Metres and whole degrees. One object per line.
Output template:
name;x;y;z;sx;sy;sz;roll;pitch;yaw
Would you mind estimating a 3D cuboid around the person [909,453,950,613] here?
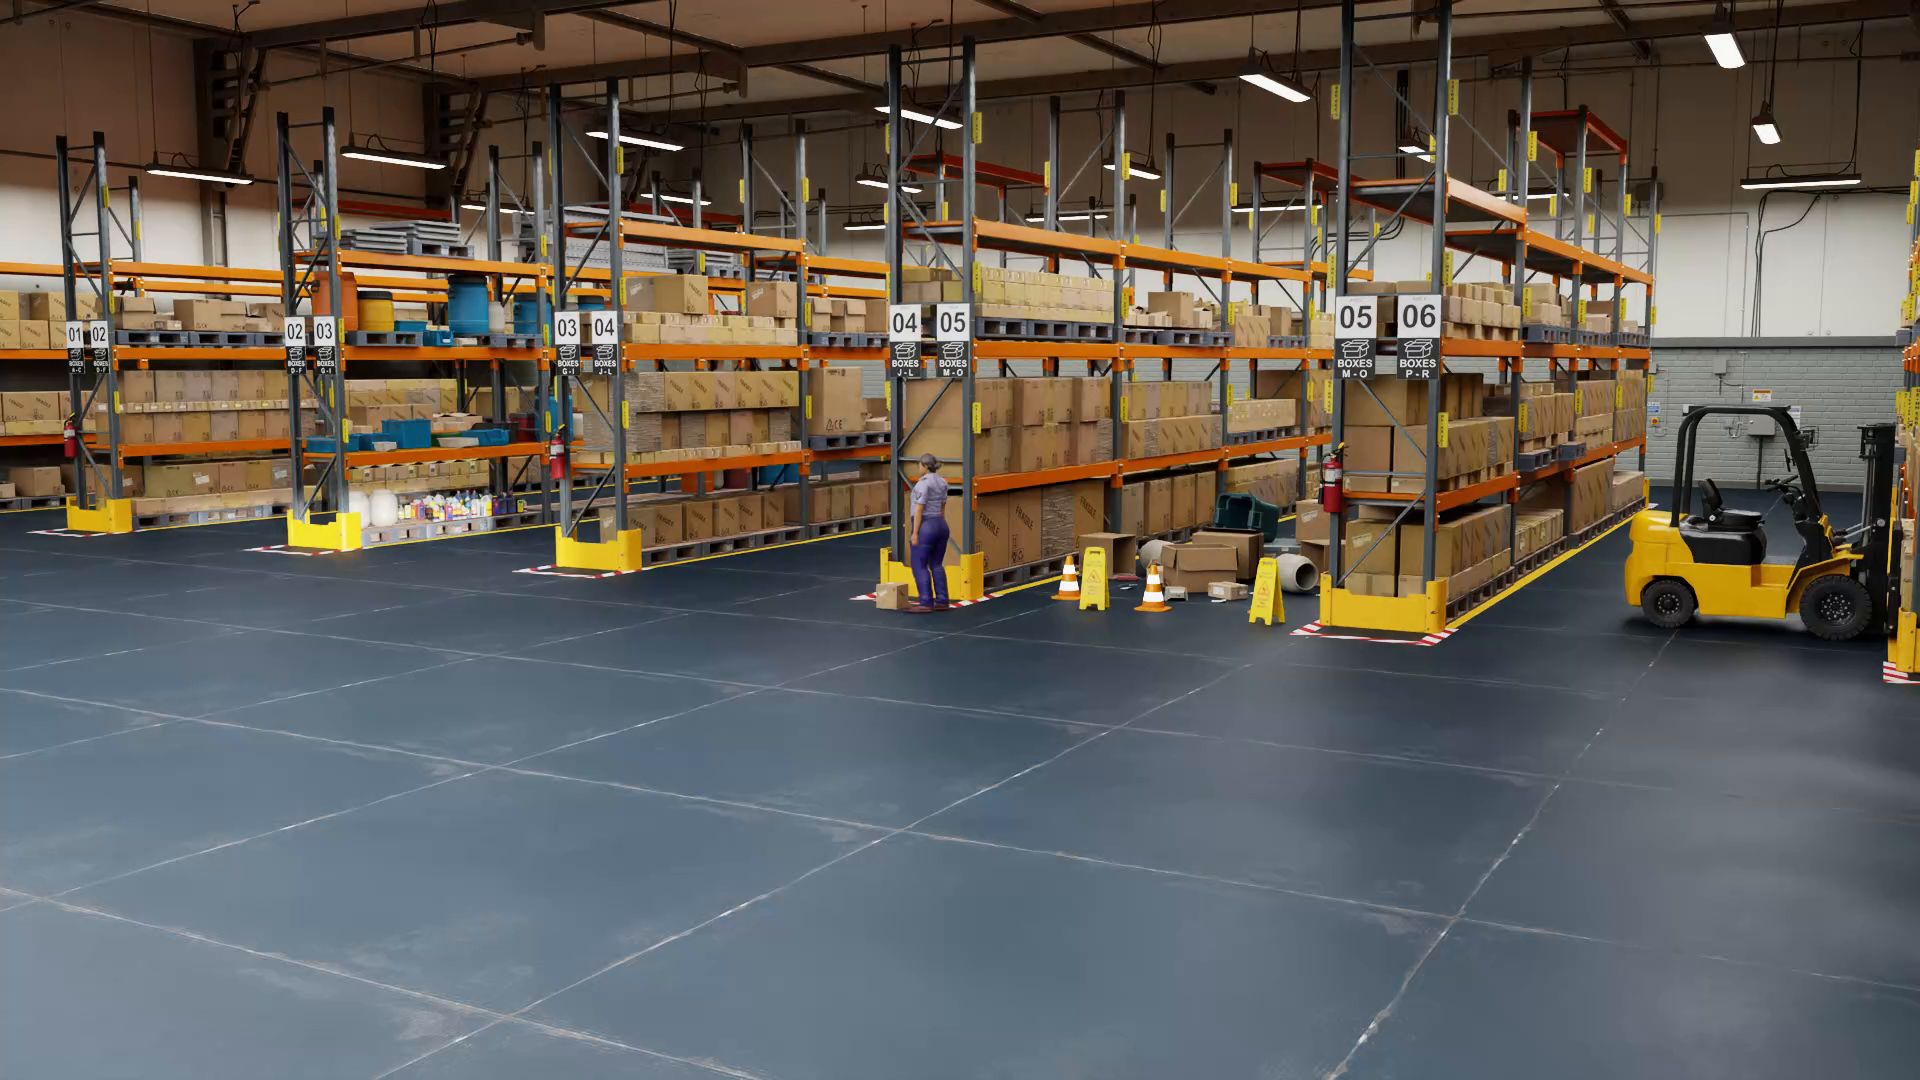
person;-0.332;-0.072;17.160;0.342;1.645;0.469;4;7;35
